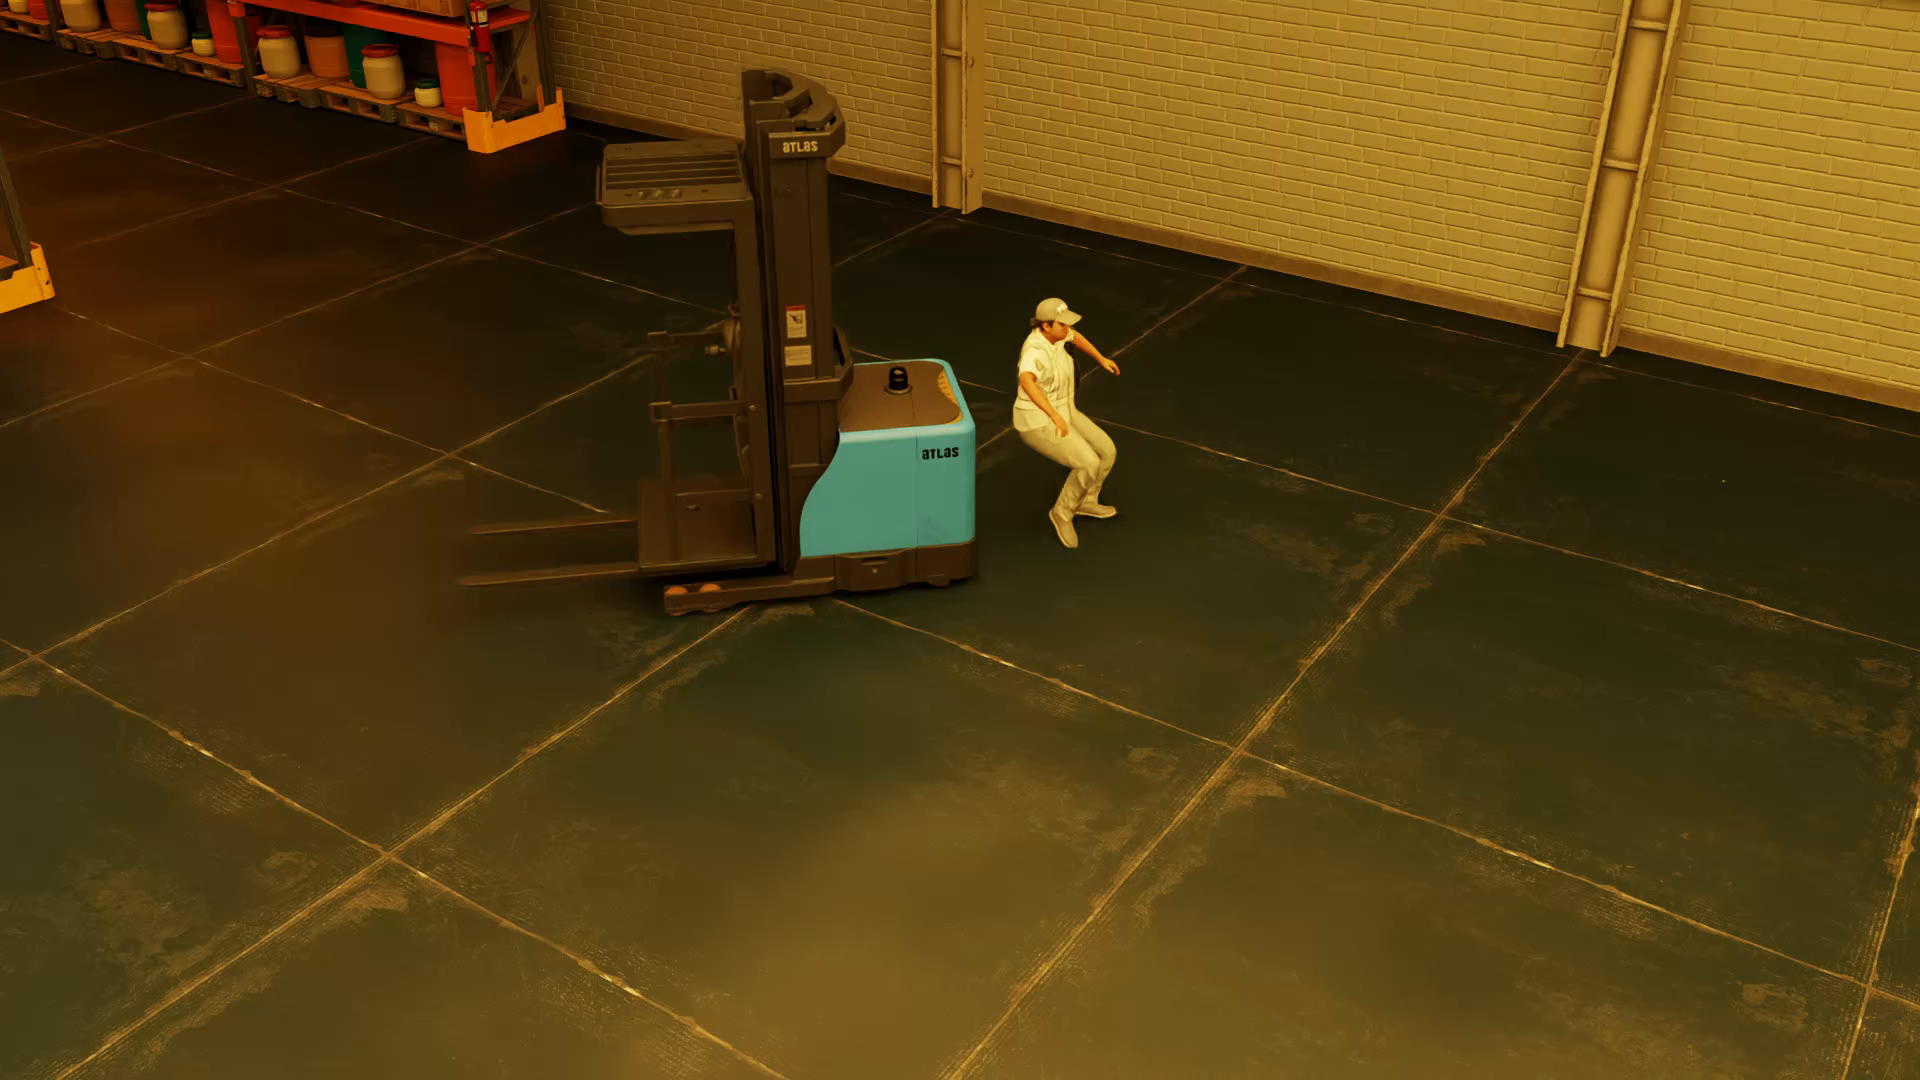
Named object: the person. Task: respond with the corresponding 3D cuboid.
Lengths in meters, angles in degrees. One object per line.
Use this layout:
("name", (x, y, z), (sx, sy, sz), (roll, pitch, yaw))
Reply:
("person", (0.668, -0.773, 10.375), (0.618, 1.529, 0.995), (13, 32, 21))

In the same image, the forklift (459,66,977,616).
("forklift", (-1.464, -1.111, 9.495), (3.031, 2.935, 1.130), (-5, 31, -9))
